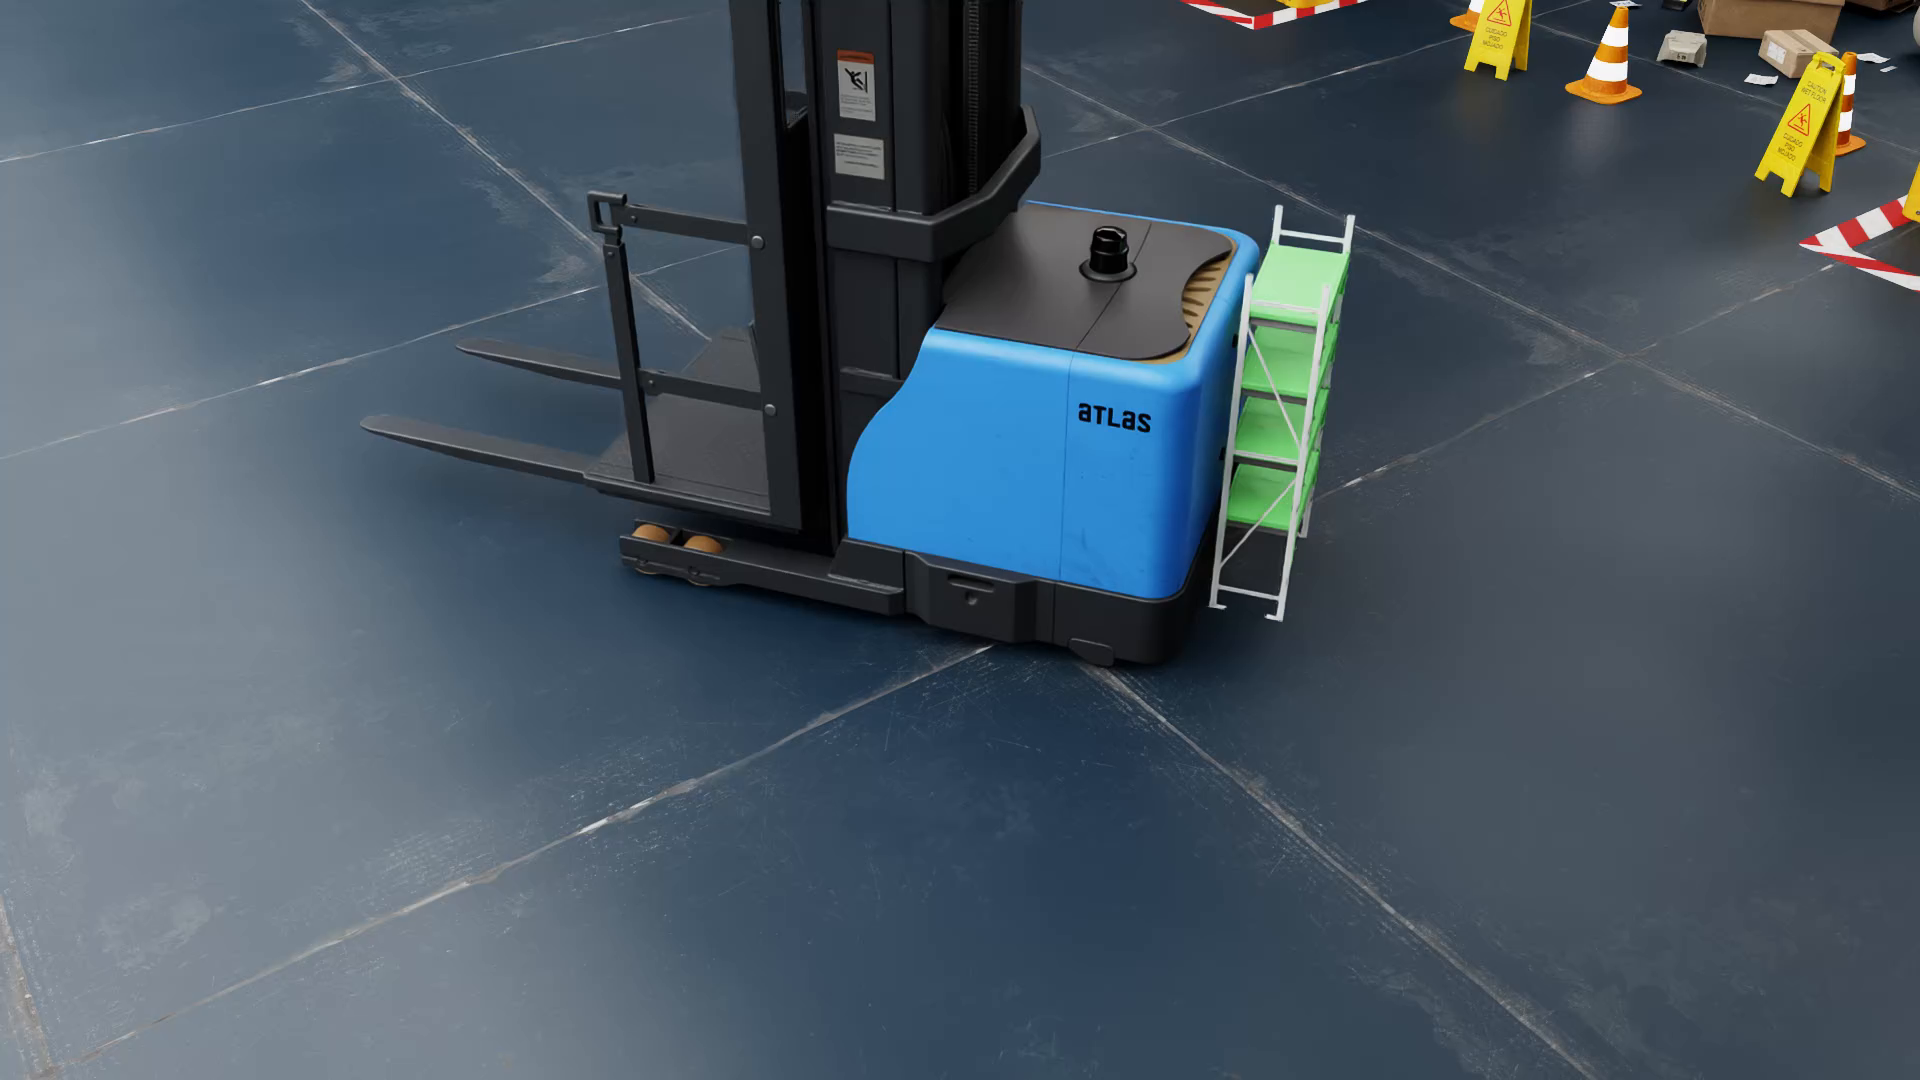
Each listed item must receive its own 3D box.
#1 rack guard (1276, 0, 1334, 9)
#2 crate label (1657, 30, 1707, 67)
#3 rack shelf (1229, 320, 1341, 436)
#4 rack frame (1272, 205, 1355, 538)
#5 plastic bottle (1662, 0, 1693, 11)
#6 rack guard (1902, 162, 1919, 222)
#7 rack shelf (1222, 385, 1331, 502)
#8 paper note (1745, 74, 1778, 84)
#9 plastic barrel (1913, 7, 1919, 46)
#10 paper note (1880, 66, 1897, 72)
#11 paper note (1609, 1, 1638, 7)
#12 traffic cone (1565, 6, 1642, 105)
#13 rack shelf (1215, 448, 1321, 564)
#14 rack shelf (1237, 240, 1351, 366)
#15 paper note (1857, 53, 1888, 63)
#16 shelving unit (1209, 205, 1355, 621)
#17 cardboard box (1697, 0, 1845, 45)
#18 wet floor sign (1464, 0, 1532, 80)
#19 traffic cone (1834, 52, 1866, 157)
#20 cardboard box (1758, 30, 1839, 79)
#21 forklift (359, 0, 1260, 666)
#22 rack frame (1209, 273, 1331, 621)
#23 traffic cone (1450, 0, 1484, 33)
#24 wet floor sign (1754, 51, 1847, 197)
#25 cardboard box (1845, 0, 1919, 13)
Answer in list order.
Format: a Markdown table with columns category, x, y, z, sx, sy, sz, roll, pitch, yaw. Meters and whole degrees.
| category | x | y | z | sx | sy | sz | roll | pitch | yaw |
| --- | --- | --- | --- | --- | --- | --- | --- | --- | --- |
| rack guard | 1.914 | -3.829 | 10.645 | 0.348 | 0.500 | 1.175 | -22 | 41 | -28 |
| crate label | 4.165 | -2.831 | 9.569 | 0.250 | 0.136 | 0.298 | 15 | 38 | 20 |
| rack shelf | 1.010 | -0.527 | 5.154 | 0.258 | 0.148 | 0.480 | 11 | 37 | 15 |
| rack frame | 1.088 | -0.519 | 5.445 | 0.240 | 1.200 | 0.015 | 11 | 37 | 15 |
| plastic bottle | 4.505 | -3.387 | 10.407 | 0.133 | 0.061 | 0.283 | 22 | 41 | 28 |
| rack guard | 4.930 | -1.534 | 7.455 | 0.348 | 0.500 | 1.175 | -22 | 41 | -28 |
| rack shelf | 1.010 | -0.333 | 5.294 | 0.258 | 0.148 | 0.480 | 11 | 37 | 15 |
| paper note | 4.493 | -2.586 | 9.319 | 0.148 | 0.019 | 0.142 | 22 | 41 | 28 |
| plastic barrel | 5.684 | -2.895 | 9.412 | 0.421 | 0.421 | 0.512 | 3 | 36 | 4 |
| paper note | 5.289 | -2.683 | 9.472 | 0.123 | 0.001 | 0.032 | -22 | 41 | -28 |
| paper note | 4.159 | -3.349 | 10.381 | 0.142 | 0.017 | 0.144 | -9 | 37 | -12 |
| traffic cone | 3.558 | -2.669 | 9.065 | 0.334 | 0.463 | 0.336 | -22 | 41 | -28 |
| rack shelf | 1.010 | -0.138 | 5.434 | 0.258 | 0.148 | 0.480 | 11 | 37 | 15 |
| rack shelf | 1.010 | -0.722 | 5.014 | 0.258 | 0.148 | 0.480 | 11 | 37 | 15 |
| paper note | 5.274 | -2.795 | 9.620 | 0.142 | 0.019 | 0.148 | -9 | 37 | -12 |
| shelving unit | 1.010 | -0.384 | 5.257 | 0.258 | 1.200 | 0.503 | 11 | 37 | 15 |
| cardboard box | 4.845 | -3.309 | 9.920 | 0.797 | 0.503 | 0.637 | 9 | 37 | 12 |
| wet floor sign | 3.050 | -2.941 | 9.287 | 0.267 | 0.644 | 0.232 | 30 | 45 | 35 |
| traffic cone | 4.476 | -2.254 | 8.487 | 0.334 | 0.463 | 0.336 | -22 | 41 | -28 |
| cardboard box | 4.775 | -2.771 | 9.475 | 0.250 | 0.149 | 0.380 | -3 | 36 | -4 |
| forklift | -0.611 | -1.314 | 5.067 | 3.031 | 2.935 | 1.130 | 11 | 37 | 15 |
| rack frame | 0.932 | -0.249 | 5.069 | 0.240 | 1.200 | 0.015 | 11 | 37 | 15 |
| traffic cone | 3.185 | -3.323 | 9.974 | 0.334 | 0.463 | 0.336 | -22 | 41 | -28 |
| wet floor sign | 4.096 | -2.014 | 7.998 | 0.232 | 0.644 | 0.267 | -9 | 37 | -12 |
| cardboard box | 5.604 | -3.682 | 10.323 | 0.503 | 0.637 | 0.797 | -22 | 41 | -28 |
